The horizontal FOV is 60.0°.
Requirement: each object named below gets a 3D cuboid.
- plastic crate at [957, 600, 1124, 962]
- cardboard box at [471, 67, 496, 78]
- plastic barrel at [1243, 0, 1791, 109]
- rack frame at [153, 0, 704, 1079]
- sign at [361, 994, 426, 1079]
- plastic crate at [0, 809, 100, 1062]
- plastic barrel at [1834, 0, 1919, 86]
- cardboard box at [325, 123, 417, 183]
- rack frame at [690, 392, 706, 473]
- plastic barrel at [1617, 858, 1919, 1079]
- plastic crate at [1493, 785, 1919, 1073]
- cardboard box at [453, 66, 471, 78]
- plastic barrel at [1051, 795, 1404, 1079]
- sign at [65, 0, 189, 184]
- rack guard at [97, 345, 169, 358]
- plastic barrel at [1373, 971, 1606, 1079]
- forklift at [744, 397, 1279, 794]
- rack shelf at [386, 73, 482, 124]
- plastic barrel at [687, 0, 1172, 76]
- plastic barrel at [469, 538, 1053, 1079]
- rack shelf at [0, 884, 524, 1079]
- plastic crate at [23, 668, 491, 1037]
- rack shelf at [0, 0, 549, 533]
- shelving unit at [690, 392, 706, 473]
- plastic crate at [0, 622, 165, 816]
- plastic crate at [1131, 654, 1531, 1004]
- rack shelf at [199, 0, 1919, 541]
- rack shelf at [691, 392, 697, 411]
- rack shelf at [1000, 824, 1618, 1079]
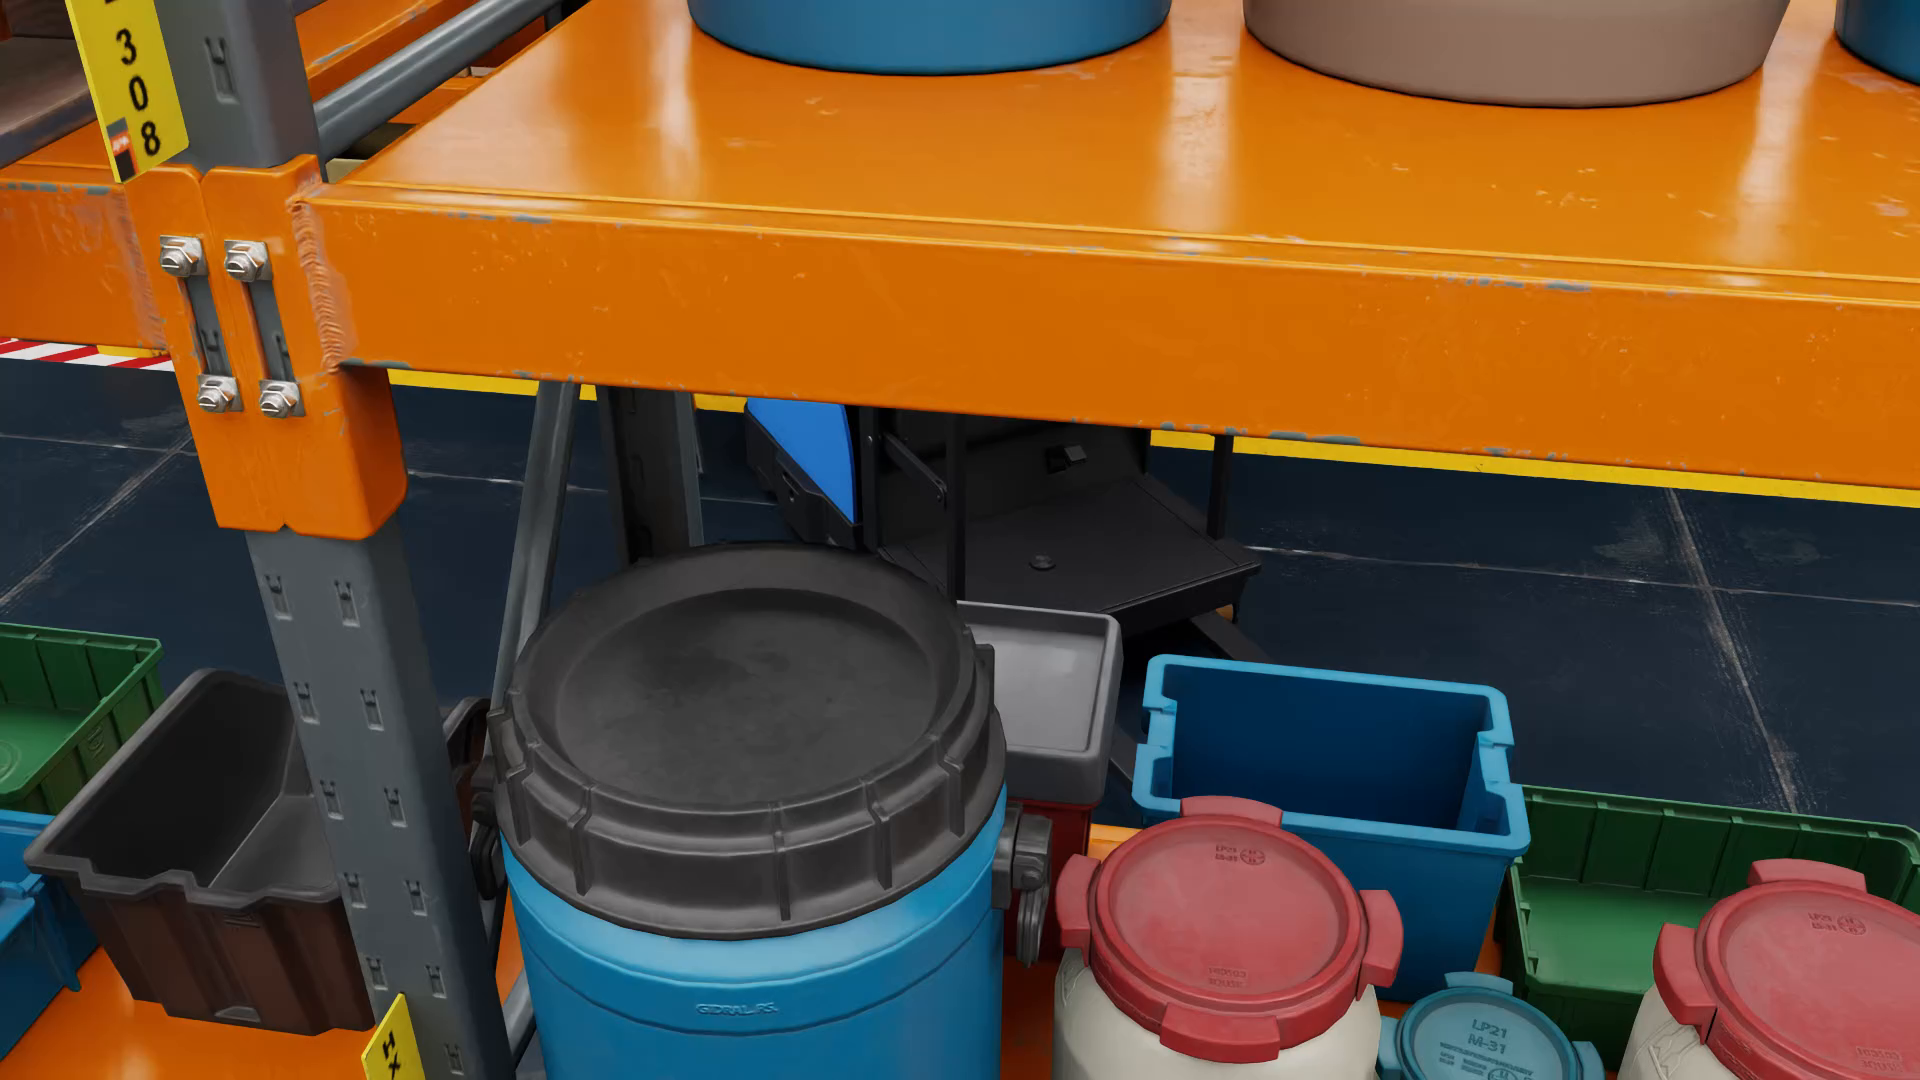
[{"bbox_3d":[-0.045,0.392,2.737,0.583,0.464,0.402,5,32,8],"label":"plastic crate"},{"bbox_3d":[-1.695,-2.269,6.953,0.500,0.500,0.700,6,33,10],"label":"cardboard box"},{"bbox_3d":[0.609,-0.958,1.654,0.600,0.901,0.600,0,32,0],"label":"plastic barrel"},{"bbox_3d":[-0.574,0.537,2.564,0.053,2.616,0.949,5,32,8],"label":"rack frame"},{"bbox_3d":[-0.677,0.705,2.036,0.005,0.325,0.100,5,32,8],"label":"sign"},{"bbox_3d":[-1.710,0.642,2.537,0.616,0.251,0.499,5,32,8],"label":"plastic crate"},{"bbox_3d":[1.254,-0.900,1.560,0.708,0.901,0.600,5,32,8],"label":"plastic barrel"},{"bbox_3d":[-2.695,-1.534,7.363,0.500,0.500,0.500,5,32,8],"label":"cardboard box"},{"bbox_3d":[-1.147,-0.842,6.434,0.015,1.200,0.240,-22,29,-32],"label":"rack frame"},{"bbox_3d":[1.056,0.744,2.107,0.433,0.535,0.433,0,32,0],"label":"plastic barrel"},{"bbox_3d":[1.191,0.633,2.611,0.662,0.188,0.450,5,32,8],"label":"plastic crate"},{"bbox_3d":[-2.214,-2.314,7.025,0.500,0.500,0.700,5,32,9],"label":"cardboard box"},{"bbox_3d":[0.333,0.678,2.211,0.433,0.535,0.433,0,32,0],"label":"plastic barrel"},{"bbox_3d":[-0.677,-0.453,1.311,0.005,0.325,0.100,5,32,8],"label":"sign"},{"bbox_3d":[-3.703,-1.354,7.942,0.348,0.500,1.175,5,32,8],"label":"rack guard"},{"bbox_3d":[0.705,0.793,2.287,0.301,0.262,0.301,0,32,0],"label":"plastic barrel"},{"bbox_3d":[0.296,-0.950,5.005,1.130,2.935,3.031,-16,35,-24],"label":"forklift"},{"bbox_3d":[-1.708,-1.928,7.181,4.000,0.370,1.077,5,32,8],"label":"rack shelf"},{"bbox_3d":[-0.036,-1.016,1.747,0.708,0.901,0.600,5,32,8],"label":"plastic barrel"},{"bbox_3d":[-0.244,0.516,2.126,0.708,0.901,0.600,5,32,8],"label":"plastic barrel"},{"bbox_3d":[-2.545,0.662,3.043,4.000,0.370,1.077,5,32,8],"label":"rack shelf"},{"bbox_3d":[-1.068,0.449,2.764,0.504,0.338,0.767,5,32,8],"label":"plastic crate"},{"bbox_3d":[-2.545,-0.609,2.247,4.000,0.370,1.077,5,32,8],"label":"rack shelf"},{"bbox_3d":[-0.955,-0.921,6.562,0.503,1.200,0.258,-22,29,-32],"label":"shelving unit"},{"bbox_3d":[-1.864,0.357,3.053,0.662,0.188,0.450,5,32,8],"label":"plastic crate"},{"bbox_3d":[0.566,0.478,2.674,0.575,0.384,0.392,5,32,8],"label":"plastic crate"},{"bbox_3d":[1.398,-0.252,1.677,4.000,0.370,1.077,5,32,8],"label":"rack shelf"},{"bbox_3d":[-0.927,-0.680,6.670,0.480,0.148,0.258,-22,29,-32],"label":"rack shelf"},{"bbox_3d":[1.398,1.019,2.473,4.000,0.370,1.077,5,32,8],"label":"rack shelf"}]
